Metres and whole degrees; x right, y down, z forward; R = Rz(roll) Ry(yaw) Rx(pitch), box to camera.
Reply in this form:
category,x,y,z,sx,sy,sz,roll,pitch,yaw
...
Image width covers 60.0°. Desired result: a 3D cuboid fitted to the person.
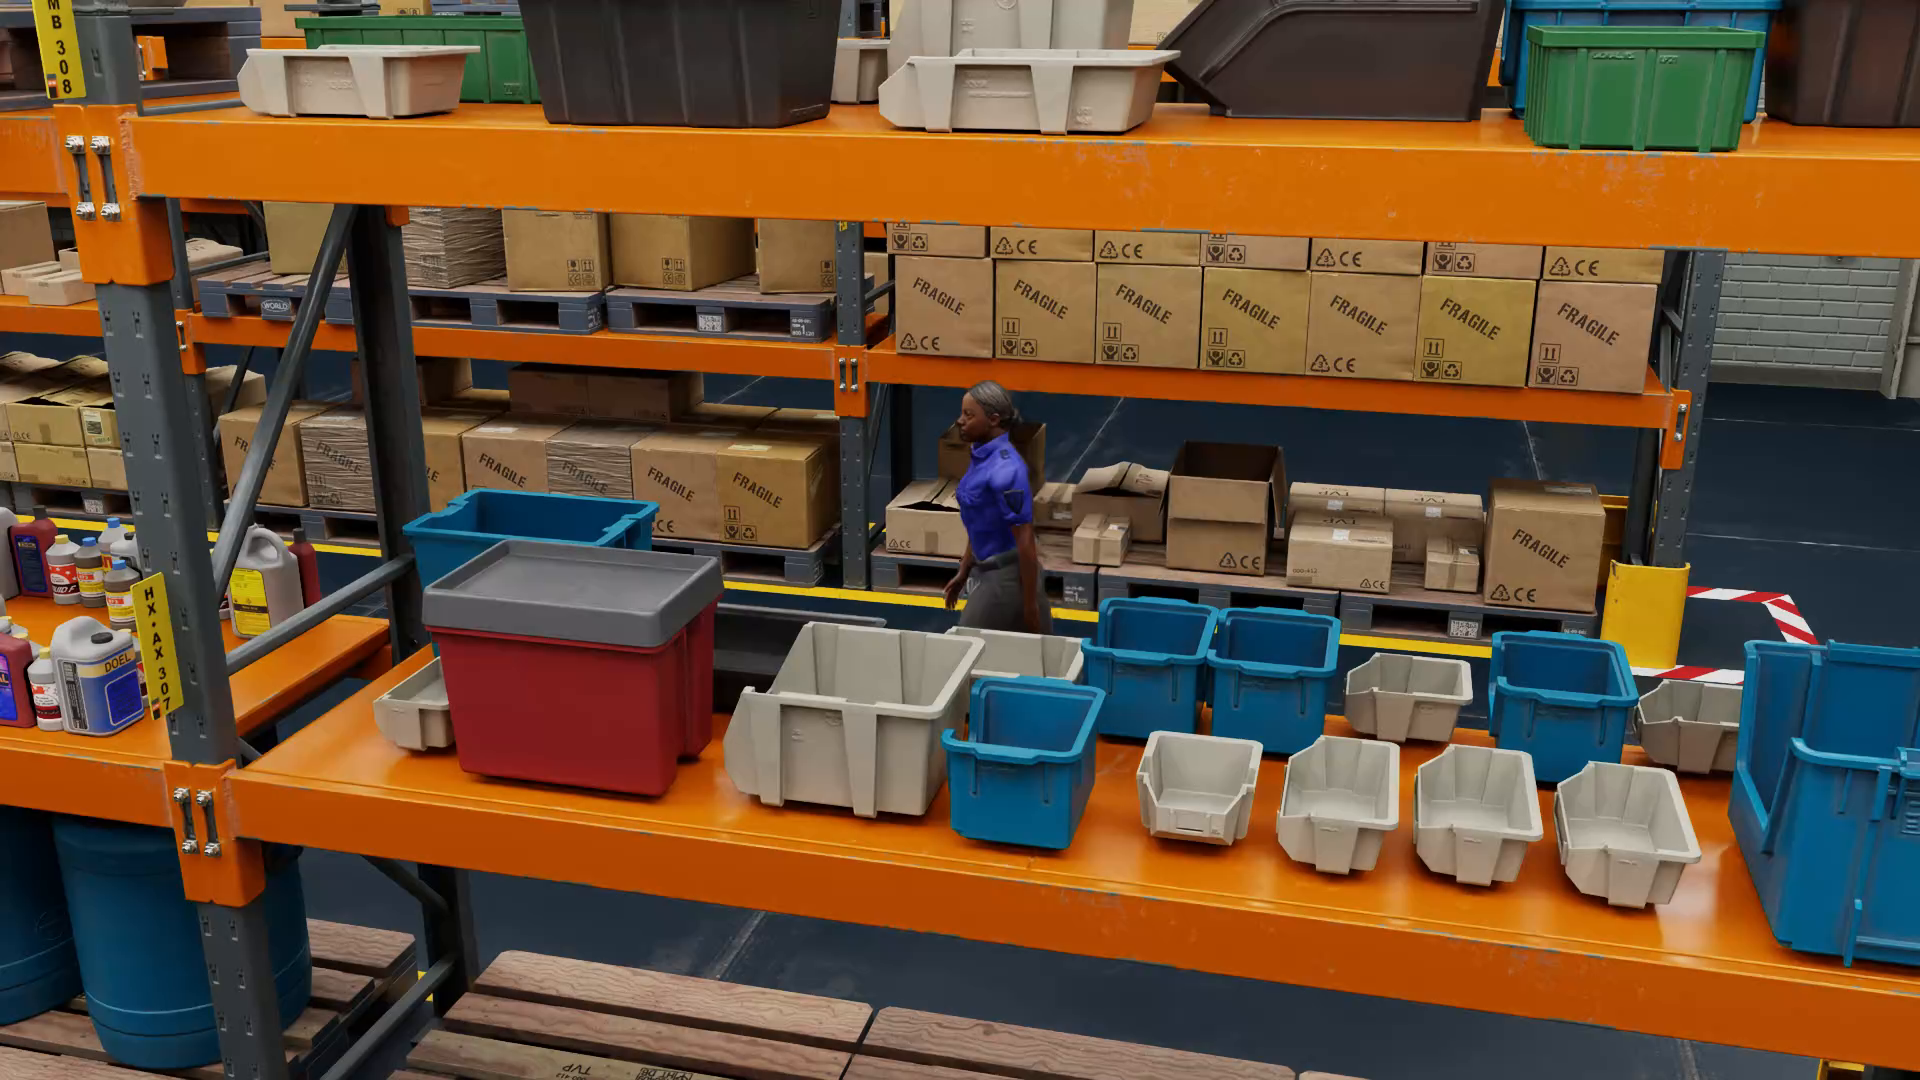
category,x,y,z,sx,sy,sz,roll,pitch,yaw
person,0.113,0.161,6.556,0.906,1.608,0.443,0,18,0
